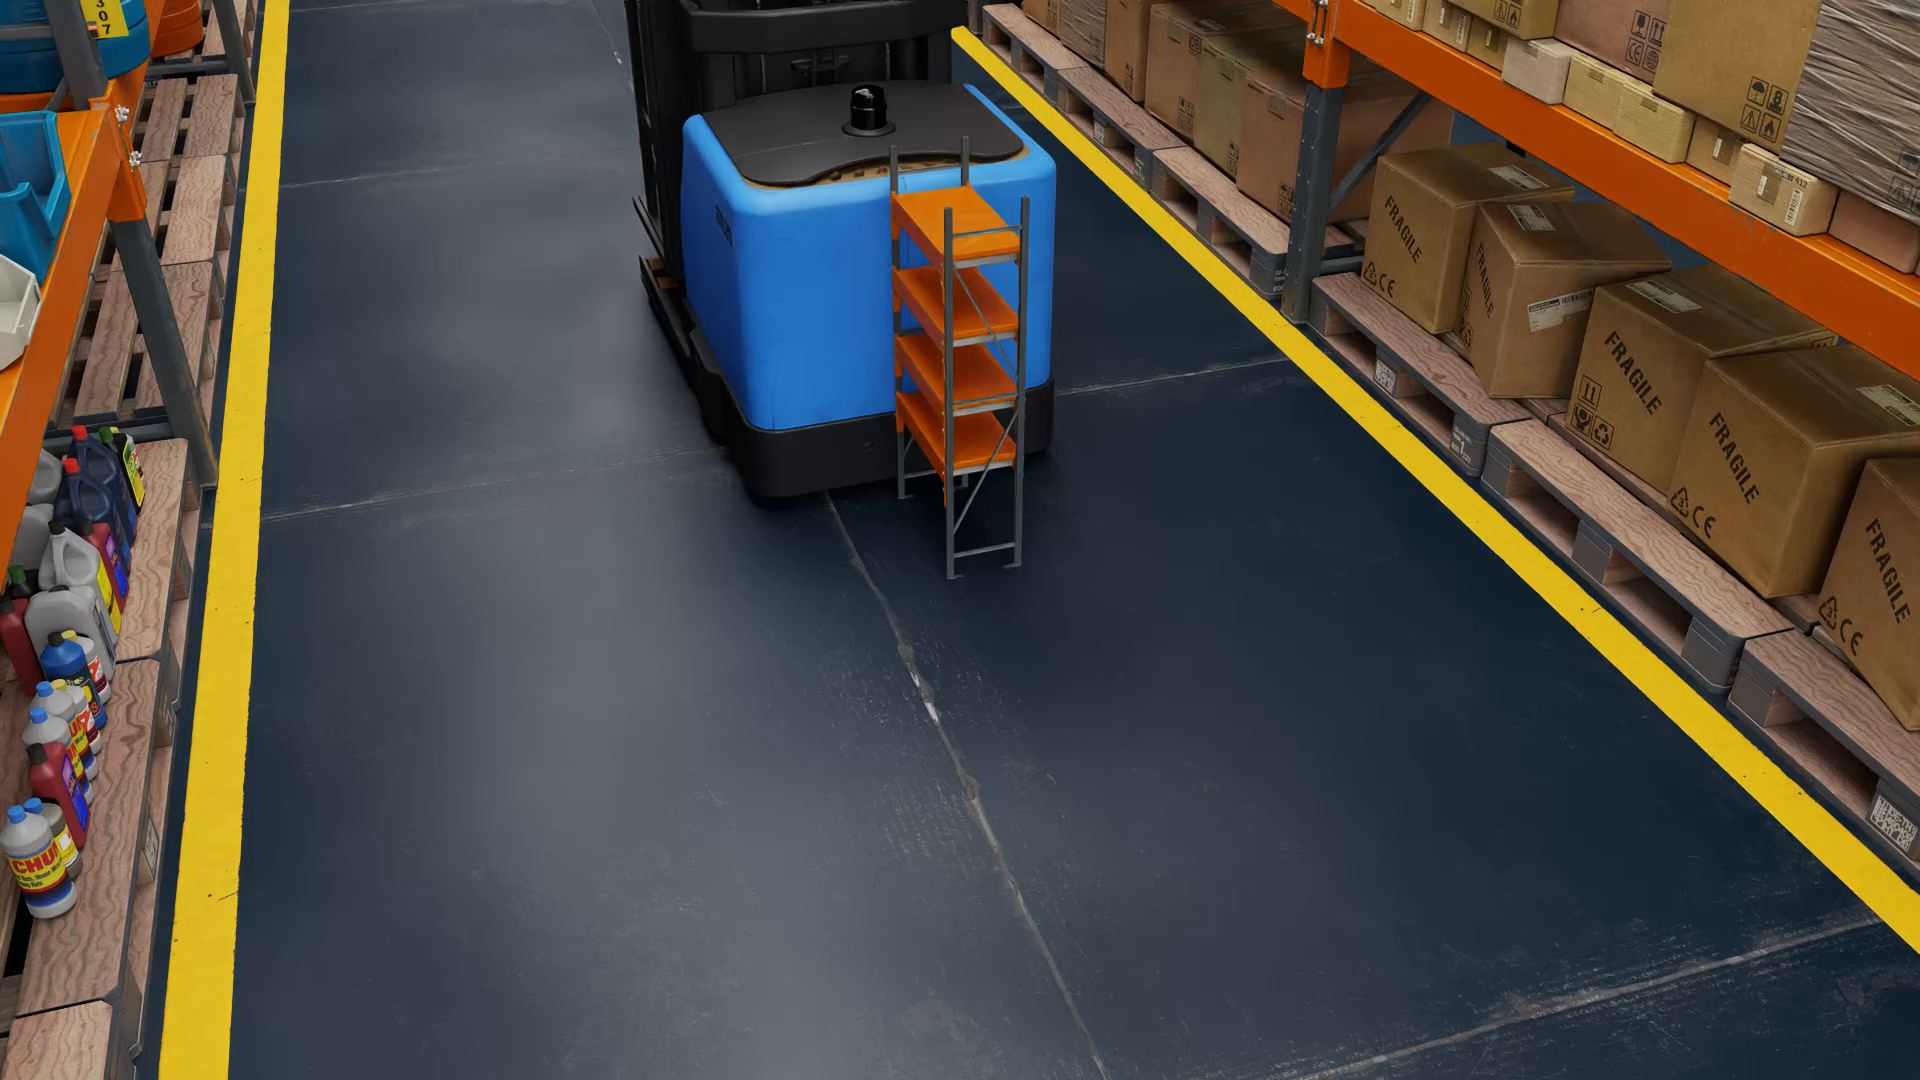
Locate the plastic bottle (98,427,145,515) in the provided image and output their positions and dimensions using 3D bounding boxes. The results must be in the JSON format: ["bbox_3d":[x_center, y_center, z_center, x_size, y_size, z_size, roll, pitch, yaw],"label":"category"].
[{"bbox_3d":[-2.492,-0.222,4.930,0.061,0.283,0.133,-8,34,-12],"label":"plastic bottle"}]

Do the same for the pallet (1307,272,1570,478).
[{"bbox_3d":[2.003,-0.692,6.105,1.003,0.211,1.213,-10,35,-15],"label":"pallet"}]

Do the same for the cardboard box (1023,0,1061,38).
[{"bbox_3d":[0.768,-3.094,9.080,0.700,0.500,0.500,-12,35,-17],"label":"cardboard box"}]

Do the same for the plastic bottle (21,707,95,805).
[{"bbox_3d":[-2.093,0.502,3.846,0.097,0.271,0.097,0,33,0],"label":"plastic bottle"}]

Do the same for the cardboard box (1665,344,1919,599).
[{"bbox_3d":[2.422,-0.205,4.725,0.500,0.500,0.500,-7,34,-10],"label":"cardboard box"}]

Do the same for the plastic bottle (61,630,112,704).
[{"bbox_3d":[-2.217,0.318,4.186,0.097,0.201,0.097,0,33,0],"label":"plastic bottle"}]

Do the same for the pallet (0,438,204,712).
[{"bbox_3d":[-2.787,0.154,4.825,1.003,0.211,1.213,-10,35,-15],"label":"pallet"}]

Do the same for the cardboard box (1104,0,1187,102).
[{"bbox_3d":[1.129,-2.509,8.194,0.700,0.500,0.500,-7,34,-11],"label":"cardboard box"}]

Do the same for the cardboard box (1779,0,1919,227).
[{"bbox_3d":[2.465,-1.073,3.792,0.875,0.500,0.500,-10,35,-15],"label":"cardboard box"}]

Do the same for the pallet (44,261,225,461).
[{"bbox_3d":[-3.229,-0.611,5.984,1.003,0.211,1.213,-10,35,-15],"label":"pallet"}]

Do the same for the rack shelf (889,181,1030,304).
[{"bbox_3d":[-0.008,-0.856,4.744,0.258,0.148,0.480,-11,35,-16],"label":"rack shelf"}]

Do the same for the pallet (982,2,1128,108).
[{"bbox_3d":[0.781,-2.728,9.187,1.003,0.211,1.213,-10,35,-15],"label":"pallet"}]

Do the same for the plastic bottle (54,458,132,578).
[{"bbox_3d":[-2.423,-0.057,4.619,0.144,0.351,0.185,-12,35,-17],"label":"plastic bottle"}]

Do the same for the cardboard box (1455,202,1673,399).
[{"bbox_3d":[2.030,-0.818,5.653,0.500,0.500,0.500,0,33,1],"label":"cardboard box"}]

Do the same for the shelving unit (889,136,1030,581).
[{"bbox_3d":[-0.008,-0.528,4.961,0.258,1.200,0.503,-11,35,-16],"label":"shelving unit"}]

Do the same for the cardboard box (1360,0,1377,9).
[{"bbox_3d":[1.544,-1.934,5.683,0.380,0.149,0.250,-10,35,-15],"label":"cardboard box"}]

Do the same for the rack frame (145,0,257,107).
[{"bbox_3d":[-4.173,-3.469,7.779,1.000,3.000,0.127,-10,35,-15],"label":"rack frame"}]

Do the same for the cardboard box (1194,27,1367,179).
[{"bbox_3d":[1.470,-1.922,7.306,0.700,0.500,0.500,-10,35,-15],"label":"cardboard box"}]

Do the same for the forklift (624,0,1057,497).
[{"bbox_3d":[-0.653,-2.165,5.868,1.130,2.935,3.031,-11,35,-16],"label":"forklift"}]

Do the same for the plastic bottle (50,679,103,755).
[{"bbox_3d":[-2.154,0.426,4.023,0.097,0.201,0.097,0,33,0],"label":"plastic bottle"}]

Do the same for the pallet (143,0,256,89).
[{"bbox_3d":[-4.453,-2.713,9.163,1.003,0.211,1.213,-10,35,-15],"label":"pallet"}]

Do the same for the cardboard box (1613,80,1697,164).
[{"bbox_3d":[2.014,-1.148,4.495,0.380,0.149,0.250,-10,35,-15],"label":"cardboard box"}]

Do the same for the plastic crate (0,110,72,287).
[{"bbox_3d":[-2.356,-0.771,3.831,0.499,0.251,0.616,-10,35,-15],"label":"plastic crate"}]

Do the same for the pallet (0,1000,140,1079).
[{"bbox_3d":[-2.043,1.435,2.887,1.003,0.211,1.213,-10,35,-15],"label":"pallet"}]

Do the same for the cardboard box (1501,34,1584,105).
[{"bbox_3d":[1.832,-1.406,4.884,0.380,0.149,0.250,-10,35,-15],"label":"cardboard box"}]

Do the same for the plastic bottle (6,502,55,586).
[{"bbox_3d":[-2.556,0.012,4.582,0.152,0.276,0.135,-10,35,-15],"label":"plastic bottle"}]

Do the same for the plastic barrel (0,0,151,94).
[{"bbox_3d":[-2.782,-1.832,4.847,0.600,0.901,0.708,-10,35,-15],"label":"plastic barrel"}]

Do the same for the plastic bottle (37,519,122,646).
[{"bbox_3d":[-2.324,0.113,4.362,0.144,0.351,0.185,-10,35,-15],"label":"plastic bottle"}]

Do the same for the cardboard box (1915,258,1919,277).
[{"bbox_3d":[2.402,-0.638,3.722,0.380,0.149,0.250,-10,35,-15],"label":"cardboard box"}]

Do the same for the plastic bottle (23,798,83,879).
[{"bbox_3d":[-2.020,0.657,3.675,0.097,0.201,0.097,0,33,0],"label":"plastic bottle"}]

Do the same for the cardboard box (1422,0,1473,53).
[{"bbox_3d":[1.710,-1.673,5.290,0.380,0.149,0.250,-10,35,-15],"label":"cardboard box"}]

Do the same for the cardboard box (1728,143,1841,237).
[{"bbox_3d":[2.143,-0.882,4.091,0.380,0.149,0.250,-10,35,-15],"label":"cardboard box"}]

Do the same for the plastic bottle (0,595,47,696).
[{"bbox_3d":[-2.380,0.245,4.223,0.061,0.283,0.133,-10,35,-15],"label":"plastic bottle"}]

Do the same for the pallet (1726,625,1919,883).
[{"bbox_3d":[2.747,0.589,4.167,1.003,0.211,1.213,-10,35,-15],"label":"pallet"}]

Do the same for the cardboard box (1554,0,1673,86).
[{"bbox_3d":[2.210,-1.607,4.600,0.875,0.500,0.500,-10,35,-15],"label":"cardboard box"}]

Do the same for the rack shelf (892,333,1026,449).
[{"bbox_3d":[-0.008,-0.472,4.998,0.258,0.148,0.480,-11,35,-16],"label":"rack shelf"}]

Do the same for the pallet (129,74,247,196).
[{"bbox_3d":[-3.973,-1.892,7.922,1.003,0.211,1.213,-10,35,-15],"label":"pallet"}]

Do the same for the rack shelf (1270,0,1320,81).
[{"bbox_3d":[1.154,-2.952,7.649,1.077,0.370,4.000,-10,35,-15],"label":"rack shelf"}]

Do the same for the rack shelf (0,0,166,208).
[{"bbox_3d":[-3.562,-2.119,6.388,1.077,0.370,4.000,-10,35,-15],"label":"rack shelf"}]

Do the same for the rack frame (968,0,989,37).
[{"bbox_3d":[0.544,-4.302,9.039,1.000,3.000,0.127,-10,35,-15],"label":"rack frame"}]

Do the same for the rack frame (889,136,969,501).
[{"bbox_3d":[-0.089,-0.655,5.153,0.240,1.200,0.015,-11,35,-16],"label":"rack frame"}]
